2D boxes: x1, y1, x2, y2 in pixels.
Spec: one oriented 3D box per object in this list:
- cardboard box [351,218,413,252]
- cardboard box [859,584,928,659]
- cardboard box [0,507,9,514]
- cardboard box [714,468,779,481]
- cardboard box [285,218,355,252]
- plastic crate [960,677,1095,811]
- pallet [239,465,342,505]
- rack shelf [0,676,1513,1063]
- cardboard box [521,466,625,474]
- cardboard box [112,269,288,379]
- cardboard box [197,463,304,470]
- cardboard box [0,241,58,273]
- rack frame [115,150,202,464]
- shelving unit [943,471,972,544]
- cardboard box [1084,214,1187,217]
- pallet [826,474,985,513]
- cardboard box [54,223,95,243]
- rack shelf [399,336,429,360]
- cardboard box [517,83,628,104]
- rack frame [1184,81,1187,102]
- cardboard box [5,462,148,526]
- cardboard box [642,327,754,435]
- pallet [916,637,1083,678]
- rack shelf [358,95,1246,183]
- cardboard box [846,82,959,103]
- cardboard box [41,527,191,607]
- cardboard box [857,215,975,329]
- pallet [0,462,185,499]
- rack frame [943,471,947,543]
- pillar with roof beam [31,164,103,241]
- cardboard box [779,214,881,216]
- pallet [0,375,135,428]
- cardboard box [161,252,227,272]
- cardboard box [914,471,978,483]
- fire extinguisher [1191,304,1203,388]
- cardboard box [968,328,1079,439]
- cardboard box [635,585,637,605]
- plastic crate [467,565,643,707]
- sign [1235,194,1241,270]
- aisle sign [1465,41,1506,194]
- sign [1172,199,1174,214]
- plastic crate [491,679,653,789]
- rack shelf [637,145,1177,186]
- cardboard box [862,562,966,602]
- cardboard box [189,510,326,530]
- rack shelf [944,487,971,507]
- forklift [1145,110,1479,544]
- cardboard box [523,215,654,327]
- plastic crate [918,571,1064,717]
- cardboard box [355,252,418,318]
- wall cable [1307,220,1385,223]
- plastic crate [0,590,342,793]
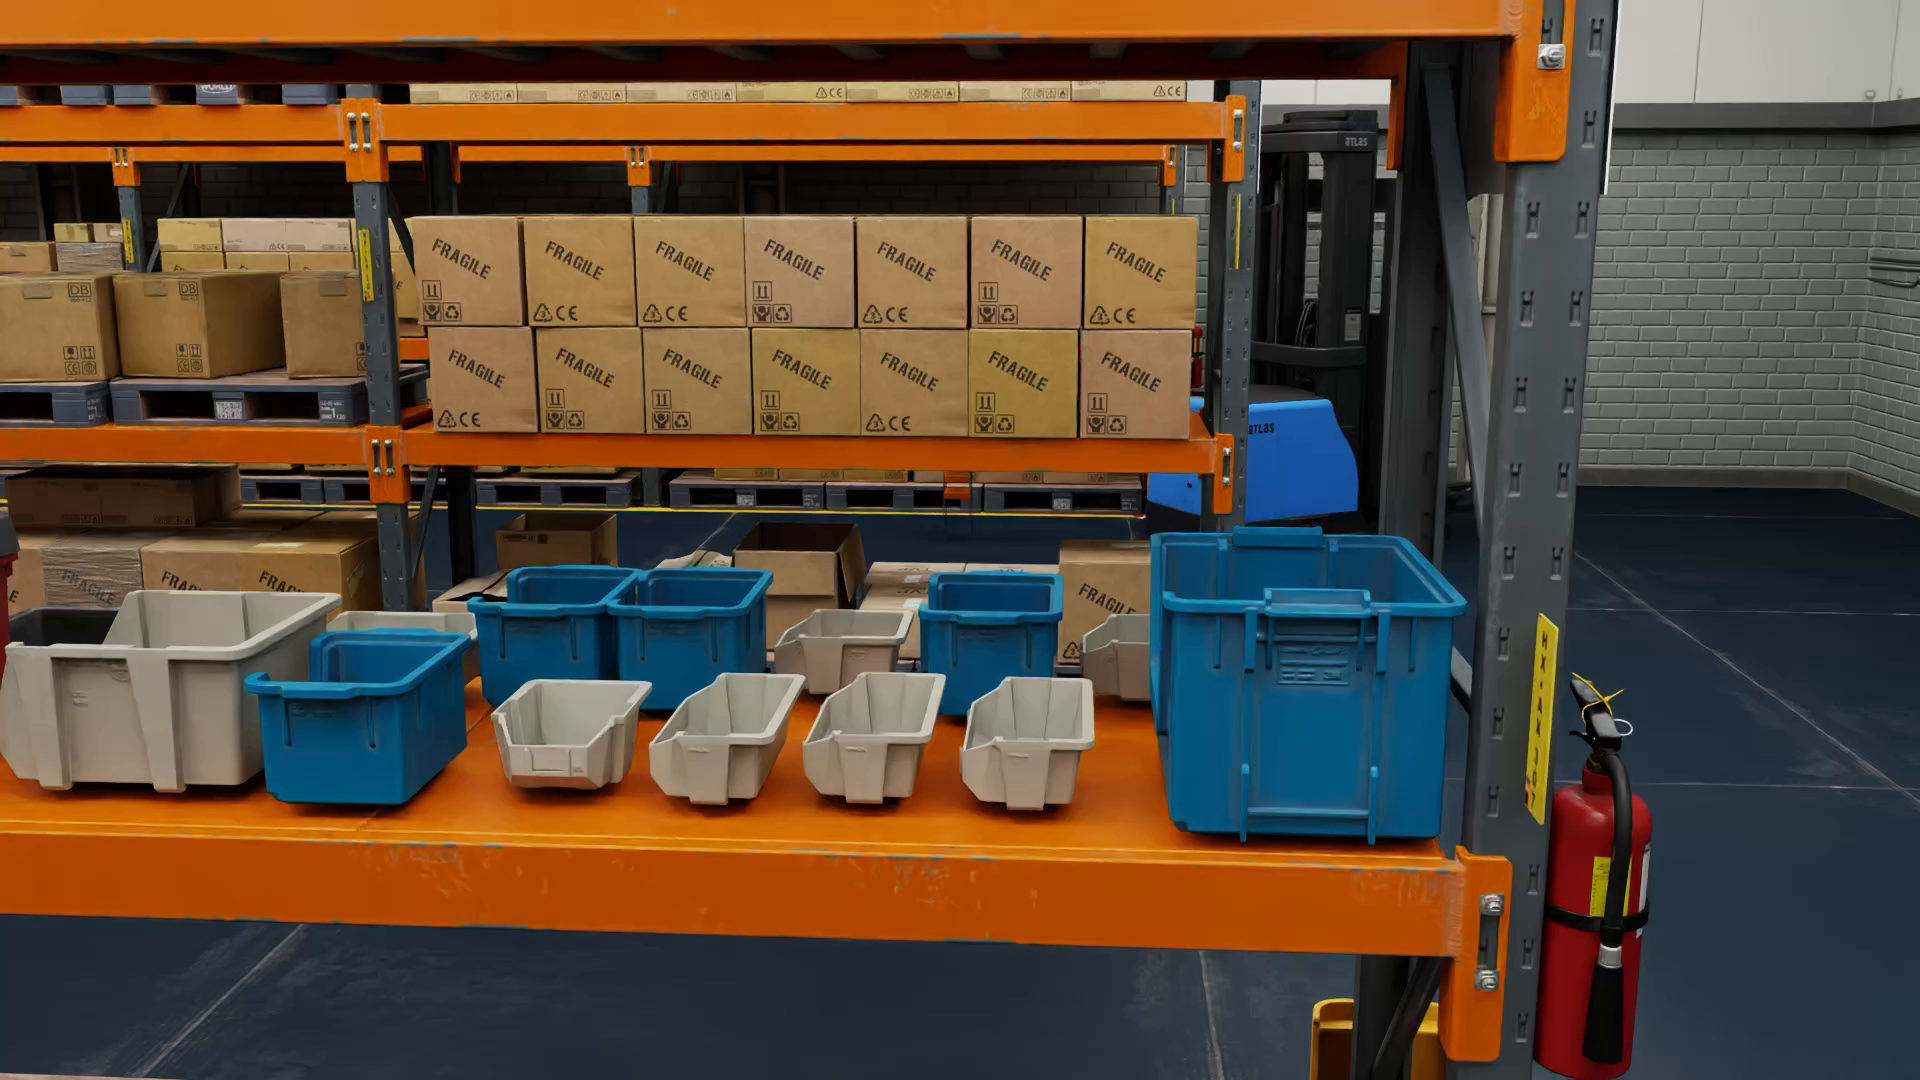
[{"bbox_3d":[-4.385,-2.373,12.934,0.500,0.250,0.500,1,12,3],"label":"cardboard box"},{"bbox_3d":[-0.216,0.397,8.187,0.500,0.250,0.500,1,12,4],"label":"cardboard box"},{"bbox_3d":[-5.228,0.113,8.932,0.500,0.500,0.500,0,12,2],"label":"cardboard box"},{"bbox_3d":[-1.636,-0.775,13.227,0.500,0.500,0.700,1,12,4],"label":"cardboard box"},{"bbox_3d":[-4.895,-2.378,12.961,0.500,0.250,0.500,1,12,4],"label":"cardboard box"},{"bbox_3d":[0.128,0.380,3.124,0.243,0.136,0.396,1,12,4],"label":"plastic crate"},{"bbox_3d":[-5.585,-0.488,13.585,1.213,0.211,1.003,1,12,4],"label":"pallet"},{"bbox_3d":[-1.042,0.579,3.431,4.000,0.370,1.077,1,12,4],"label":"rack shelf"},{"bbox_3d":[-3.032,-0.960,13.256,0.750,0.750,0.750,1,12,4],"label":"cardboard box"},{"bbox_3d":[-3.851,-1.115,8.505,0.500,0.500,0.700,3,12,13],"label":"cardboard box"},{"bbox_3d":[-5.641,-0.996,13.426,0.750,0.750,0.750,1,12,3],"label":"cardboard box"},{"bbox_3d":[-7.395,-2.150,13.401,0.500,0.500,0.700,0,12,-2],"label":"cardboard box"},{"bbox_3d":[-6.366,-1.879,13.425,0.127,3.000,1.000,1,12,4],"label":"rack frame"},{"bbox_3d":[-0.014,-0.587,11.646,0.189,1.200,0.258,1,12,4],"label":"shelving unit"},{"bbox_3d":[0.863,-1.356,8.238,0.500,0.500,0.500,1,12,5],"label":"cardboard box"},{"bbox_3d":[-0.401,-0.417,13.246,1.213,0.211,1.003,1,12,4],"label":"pallet"},{"bbox_3d":[-7.034,-2.461,13.303,0.250,0.149,0.380,-1,12,-6],"label":"cardboard box"},{"bbox_3d":[-4.371,-1.500,13.368,4.000,0.370,1.077,1,12,4],"label":"rack shelf"},{"bbox_3d":[-1.735,-2.142,7.723,0.500,0.250,0.500,1,12,4],"label":"cardboard box"},{"bbox_3d":[1.616,-4.706,12.288,0.127,3.000,1.000,1,12,4],"label":"rack frame"},{"bbox_3d":[-4.667,-0.248,8.827,0.500,0.250,0.500,1,12,3],"label":"cardboard box"},{"bbox_3d":[-1.202,-0.785,7.950,0.500,0.500,0.500,1,12,3],"label":"cardboard box"},{"bbox_3d":[0.417,0.596,8.405,1.213,0.211,1.003,1,12,4],"label":"pallet"},{"bbox_3d":[-0.707,-1.901,7.961,4.000,0.370,1.077,1,12,4],"label":"rack shelf"},{"bbox_3d":[-0.240,-2.119,7.611,0.500,0.250,0.500,1,12,4],"label":"cardboard box"},{"bbox_3d":[-4.207,0.232,8.362,0.500,0.500,0.500,1,12,4],"label":"cardboard box"},{"bbox_3d":[-0.196,-1.259,7.773,0.500,0.500,0.500,1,12,5],"label":"cardboard box"},{"bbox_3d":[-7.146,-0.525,13.763,1.213,0.211,1.003,1,12,4],"label":"pallet"},{"bbox_3d":[-0.106,-0.589,11.652,0.006,1.200,0.240,1,12,4],"label":"rack frame"},{"bbox_3d":[-7.893,-4.131,9.536,0.400,9.000,9.100,1,12,4],"label":"pillar with roof beam"},{"bbox_3d":[-0.664,-1.376,8.334,0.500,0.500,0.500,1,12,3],"label":"cardboard box"},{"bbox_3d":[-4.753,-0.747,8.484,1.213,0.211,1.003,1,12,4],"label":"pallet"},{"bbox_3d":[-5.899,-2.024,13.101,0.500,0.500,0.500,1,12,5],"label":"cardboard box"},{"bbox_3d":[-0.090,-0.754,13.128,0.500,0.500,0.700,0,12,2],"label":"cardboard box"},{"bbox_3d":[1.736,-1.453,12.487,0.183,0.674,0.296,1,12,4],"label":"fire extinguisher"},{"bbox_3d":[0.306,-0.763,7.847,0.500,0.500,0.500,1,12,4],"label":"cardboard box"},{"bbox_3d":[-1.737,0.310,8.846,0.250,0.149,0.380,1,12,4],"label":"cardboard box"},{"bbox_3d":[-0.884,0.214,3.681,0.300,0.233,0.416,1,12,4],"label":"plastic crate"},{"bbox_3d":[1.232,-1.366,7.372,0.005,0.325,0.100,1,12,4],"label":"sign"},{"bbox_3d":[1.046,-1.078,3.246,0.004,0.787,0.394,1,12,4],"label":"aisle sign"},{"bbox_3d":[1.566,-2.342,12.230,0.005,0.325,0.100,1,12,4],"label":"sign"},{"bbox_3d":[-0.736,0.374,3.152,0.250,0.136,0.298,1,12,4],"label":"plastic crate"},{"bbox_3d":[-0.380,-2.913,12.799,4.000,0.370,1.077,1,12,4],"label":"rack shelf"},{"bbox_3d":[-0.233,0.294,8.678,0.500,0.250,0.500,1,12,4],"label":"cardboard box"},{"bbox_3d":[-3.702,0.134,8.830,0.500,0.500,0.500,1,12,5],"label":"cardboard box"},{"bbox_3d":[-0.014,-0.309,11.704,0.180,0.103,0.258,1,12,4],"label":"rack shelf"},{"bbox_3d":[2.845,-1.465,11.614,3.031,2.935,1.130,-6,13,-27],"label":"forklift"},{"bbox_3d":[-1.736,-1.280,7.874,0.500,0.500,0.500,0,12,2],"label":"cardboard box"},{"bbox_3d":[0.073,0.227,3.618,0.300,0.233,0.416,1,12,4],"label":"plastic crate"},{"bbox_3d":[-4.362,-2.003,12.997,0.500,0.500,0.500,1,12,5],"label":"cardboard box"},{"bbox_3d":[2.957,-2.443,13.638,1.851,1.984,0.084,1,12,4],"label":"wall cable"},{"bbox_3d":[-1.526,0.287,3.214,0.530,0.282,0.437,1,12,4],"label":"plastic crate"}]
